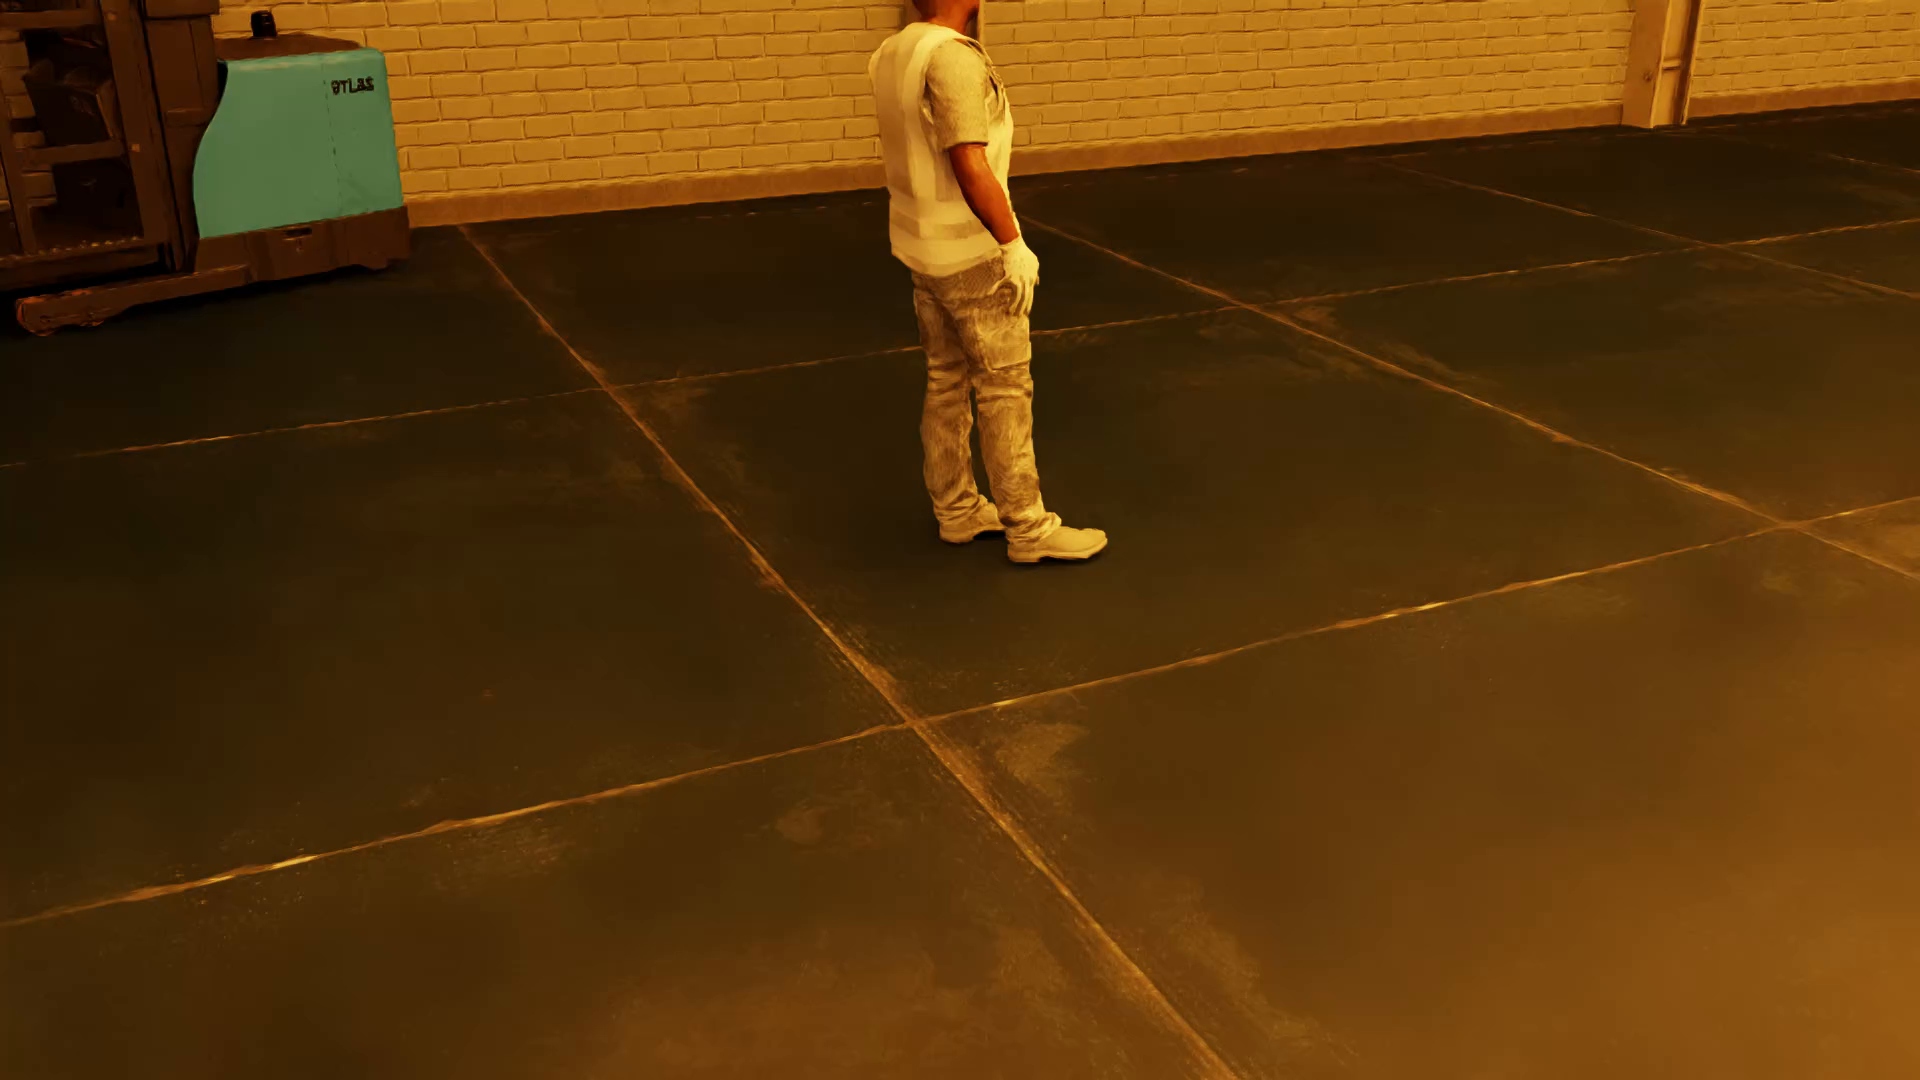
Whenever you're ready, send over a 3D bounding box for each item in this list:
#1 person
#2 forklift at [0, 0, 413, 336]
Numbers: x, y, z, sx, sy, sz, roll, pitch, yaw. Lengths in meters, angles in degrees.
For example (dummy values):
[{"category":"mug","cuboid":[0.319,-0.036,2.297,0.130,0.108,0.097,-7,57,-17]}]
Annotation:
[{"category":"person","cuboid":[0.069,-0.839,4.784,0.576,1.782,0.655,-10,25,-23]},{"category":"forklift","cuboid":[-4.166,-2.465,7.221,1.130,2.935,3.031,21,30,41]}]
